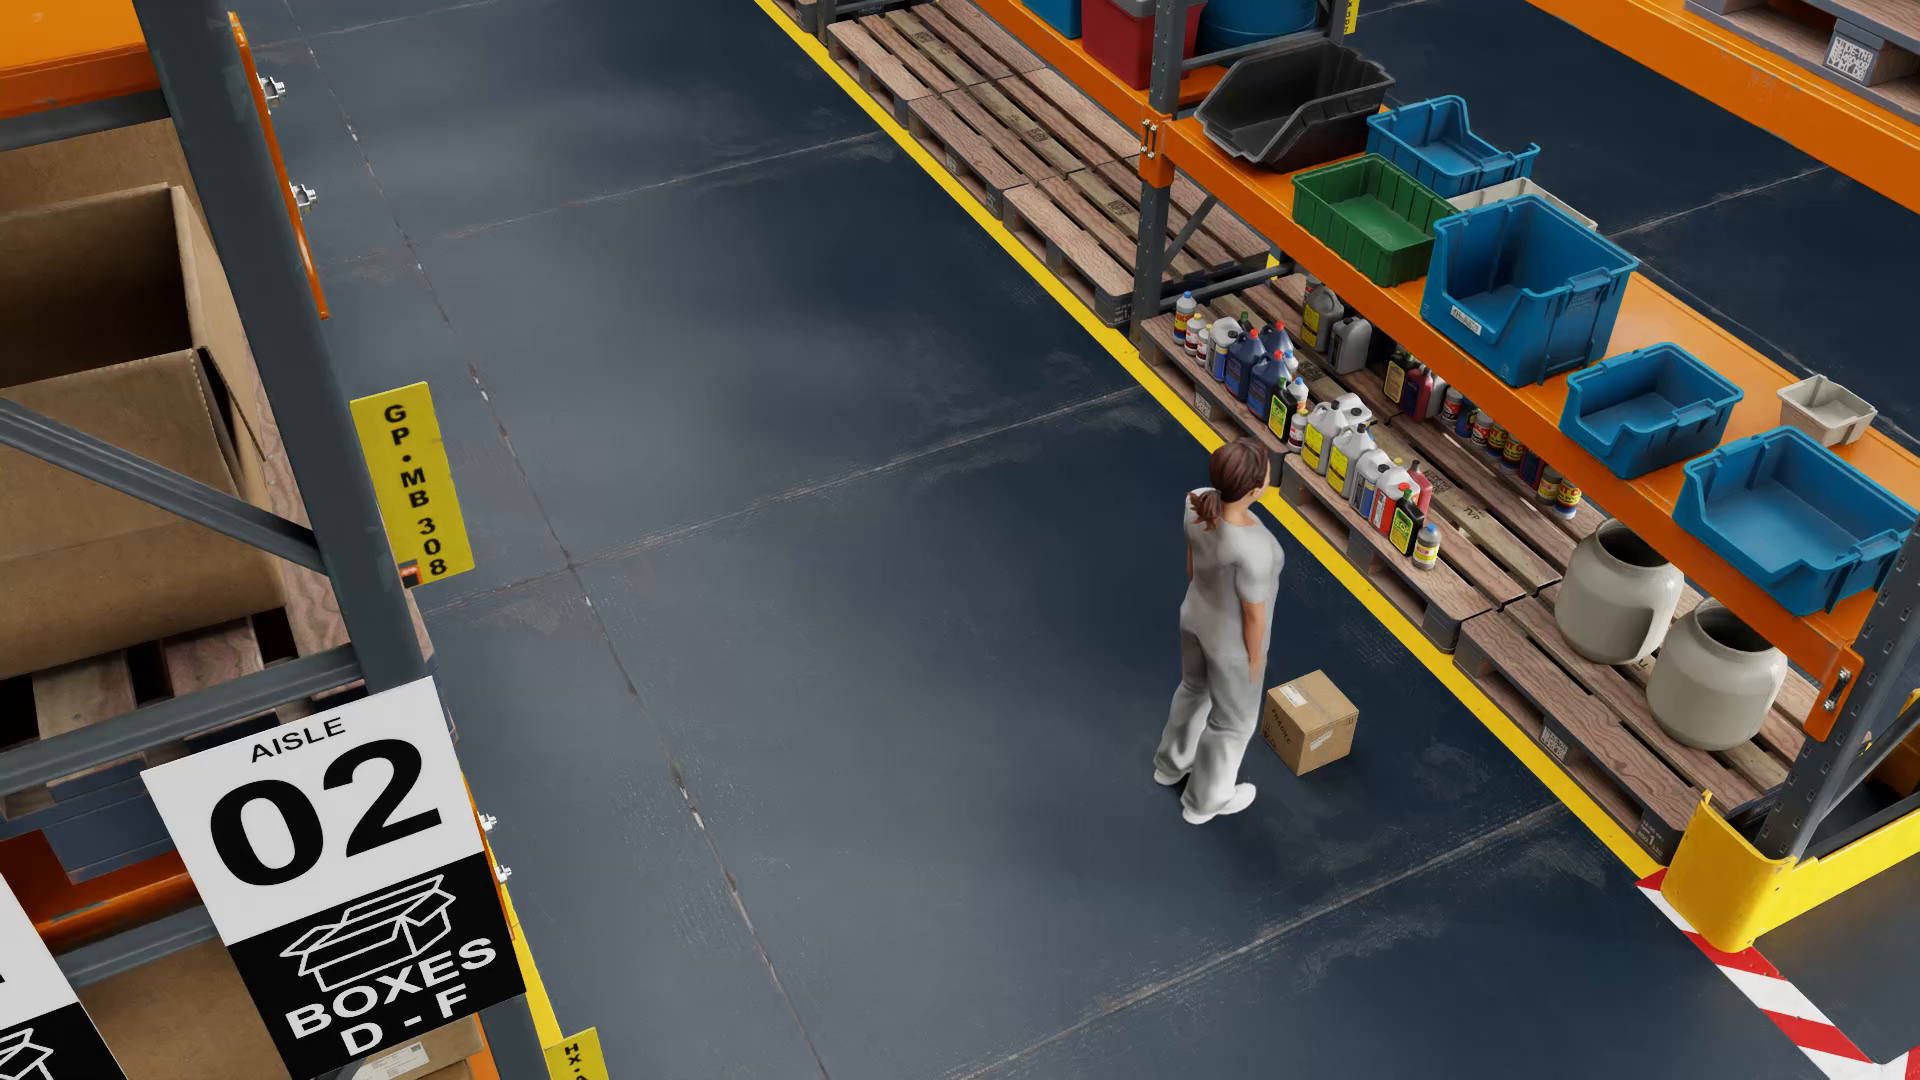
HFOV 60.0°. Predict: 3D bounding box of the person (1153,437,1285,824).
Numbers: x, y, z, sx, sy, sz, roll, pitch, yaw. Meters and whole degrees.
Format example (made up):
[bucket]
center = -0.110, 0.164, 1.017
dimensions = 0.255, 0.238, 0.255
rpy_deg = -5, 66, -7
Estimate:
[person]
center = 0.905, 0.319, 5.805
dimensions = 0.358, 1.668, 0.436
rpy_deg = -18, 44, -19
